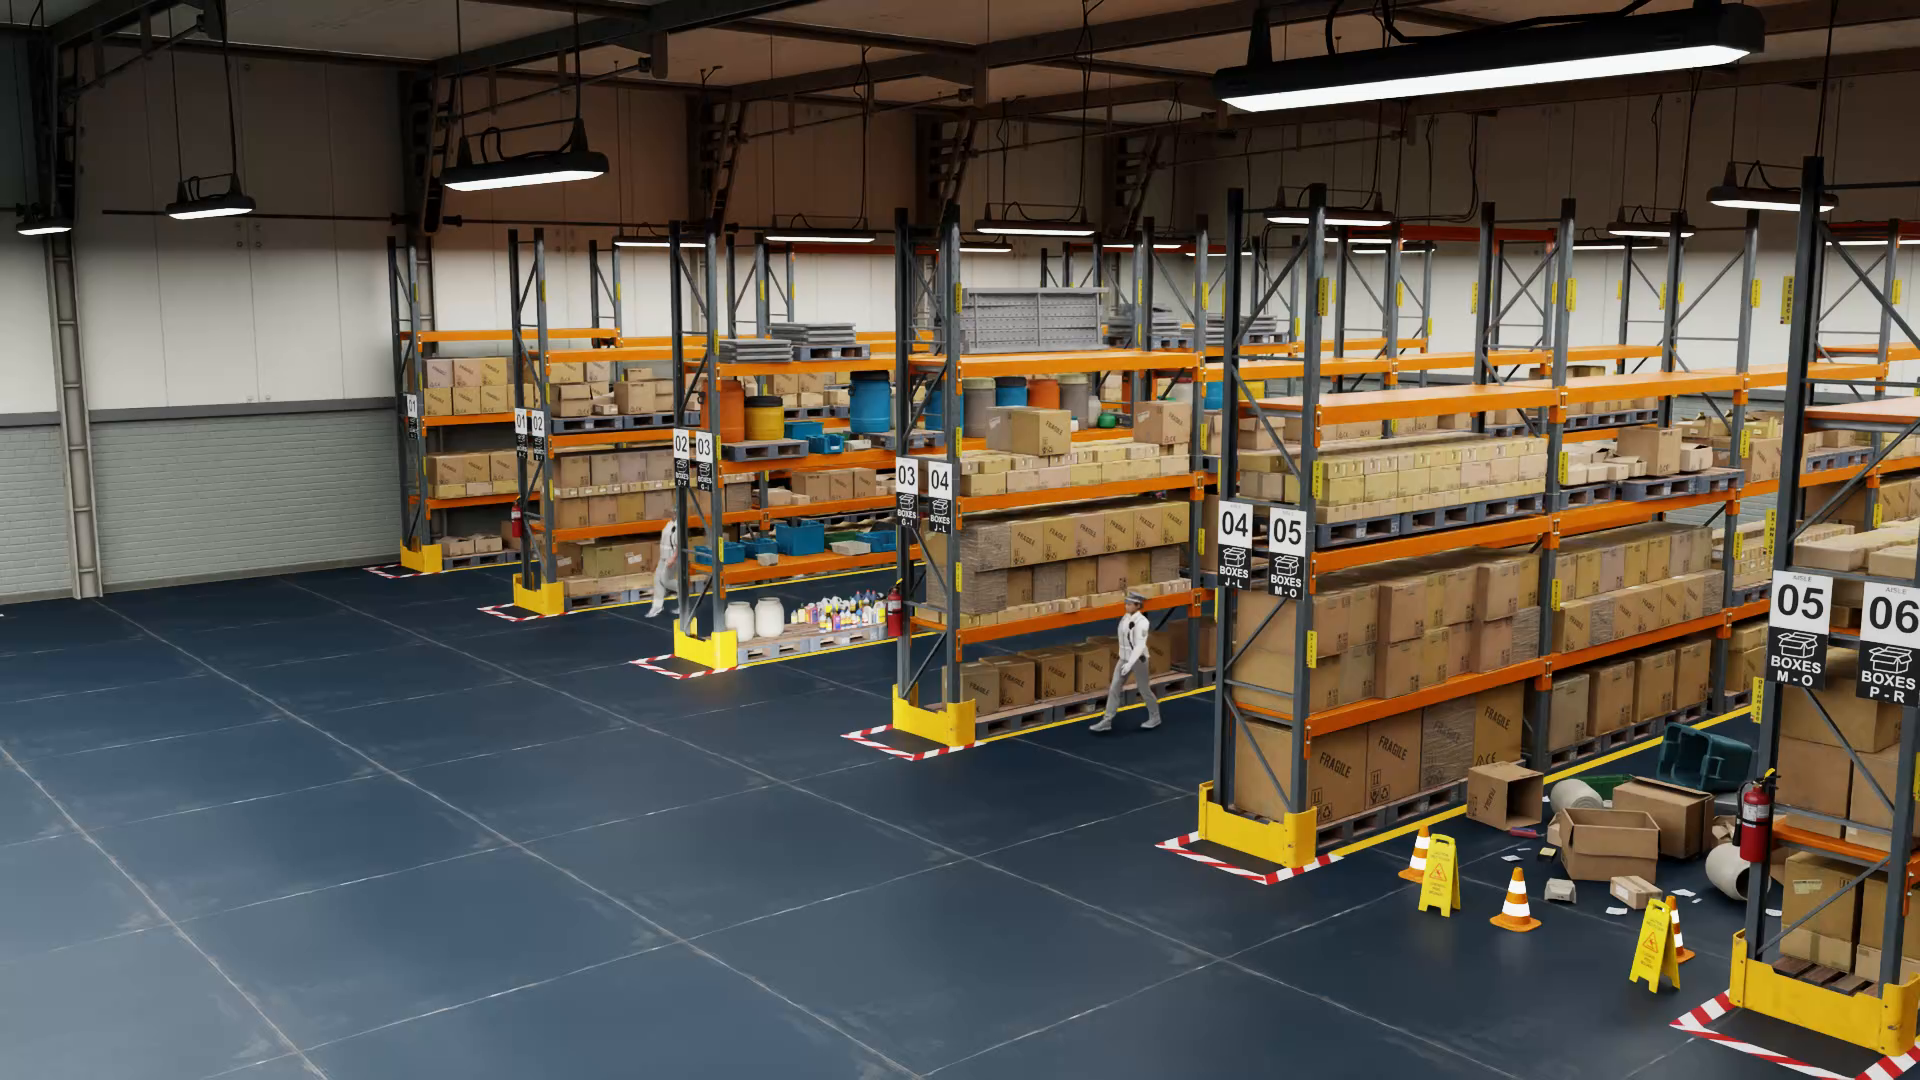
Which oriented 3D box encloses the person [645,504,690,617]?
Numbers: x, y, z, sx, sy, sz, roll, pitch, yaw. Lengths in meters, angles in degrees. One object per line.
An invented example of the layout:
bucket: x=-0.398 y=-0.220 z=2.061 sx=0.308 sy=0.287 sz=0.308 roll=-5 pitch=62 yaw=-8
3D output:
person: x=-4.586 y=0.329 z=26.033 sx=0.683 sy=1.794 sz=0.561 roll=-8 pitch=12 yaw=-43

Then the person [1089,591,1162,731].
person: x=1.947 y=1.400 z=19.211 sx=0.926 sy=1.632 sz=0.496 roll=-6 pitch=10 yaw=-33
